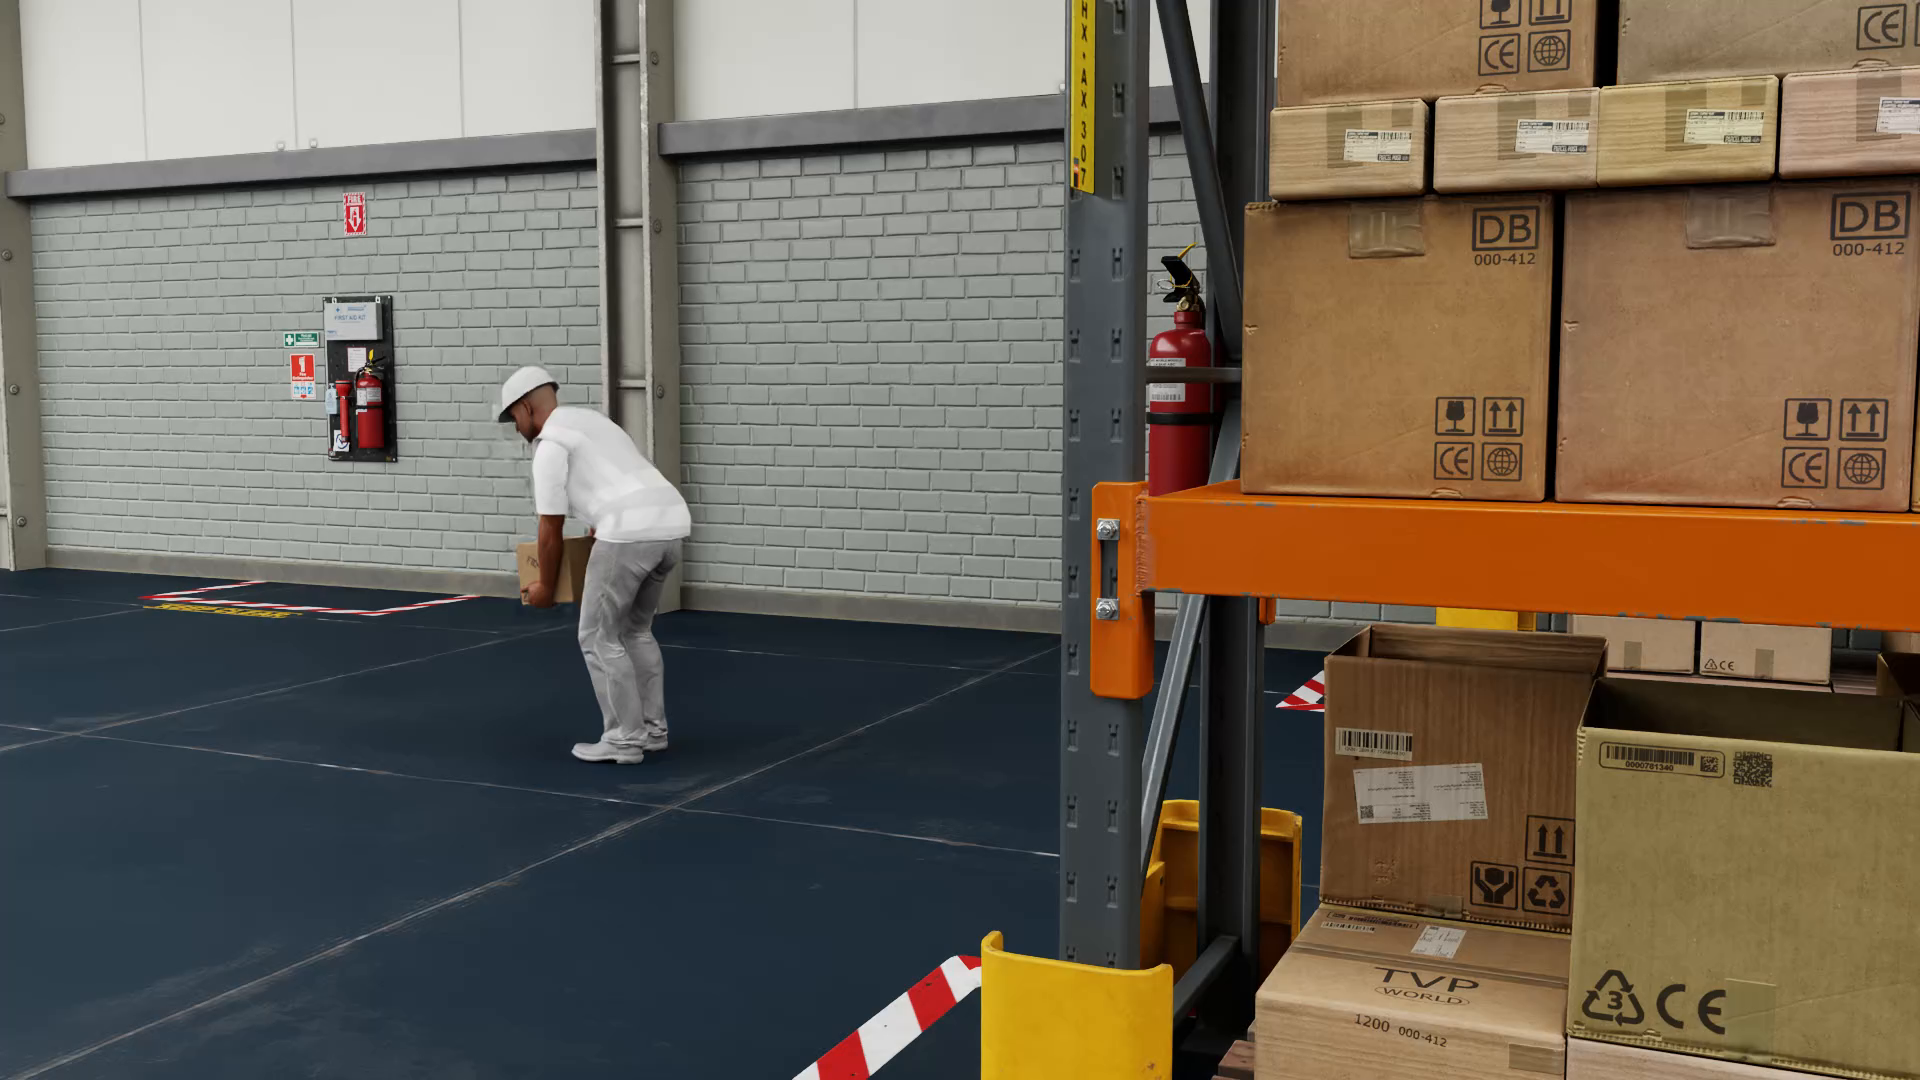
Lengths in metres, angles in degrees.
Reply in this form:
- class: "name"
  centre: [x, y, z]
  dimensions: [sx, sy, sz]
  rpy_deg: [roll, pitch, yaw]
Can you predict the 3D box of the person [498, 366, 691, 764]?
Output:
- class: "person"
  centre: [-1.483, 0.082, 6.665]
  dimensions: [0.799, 1.554, 0.477]
  rpy_deg: [2, 6, 22]
